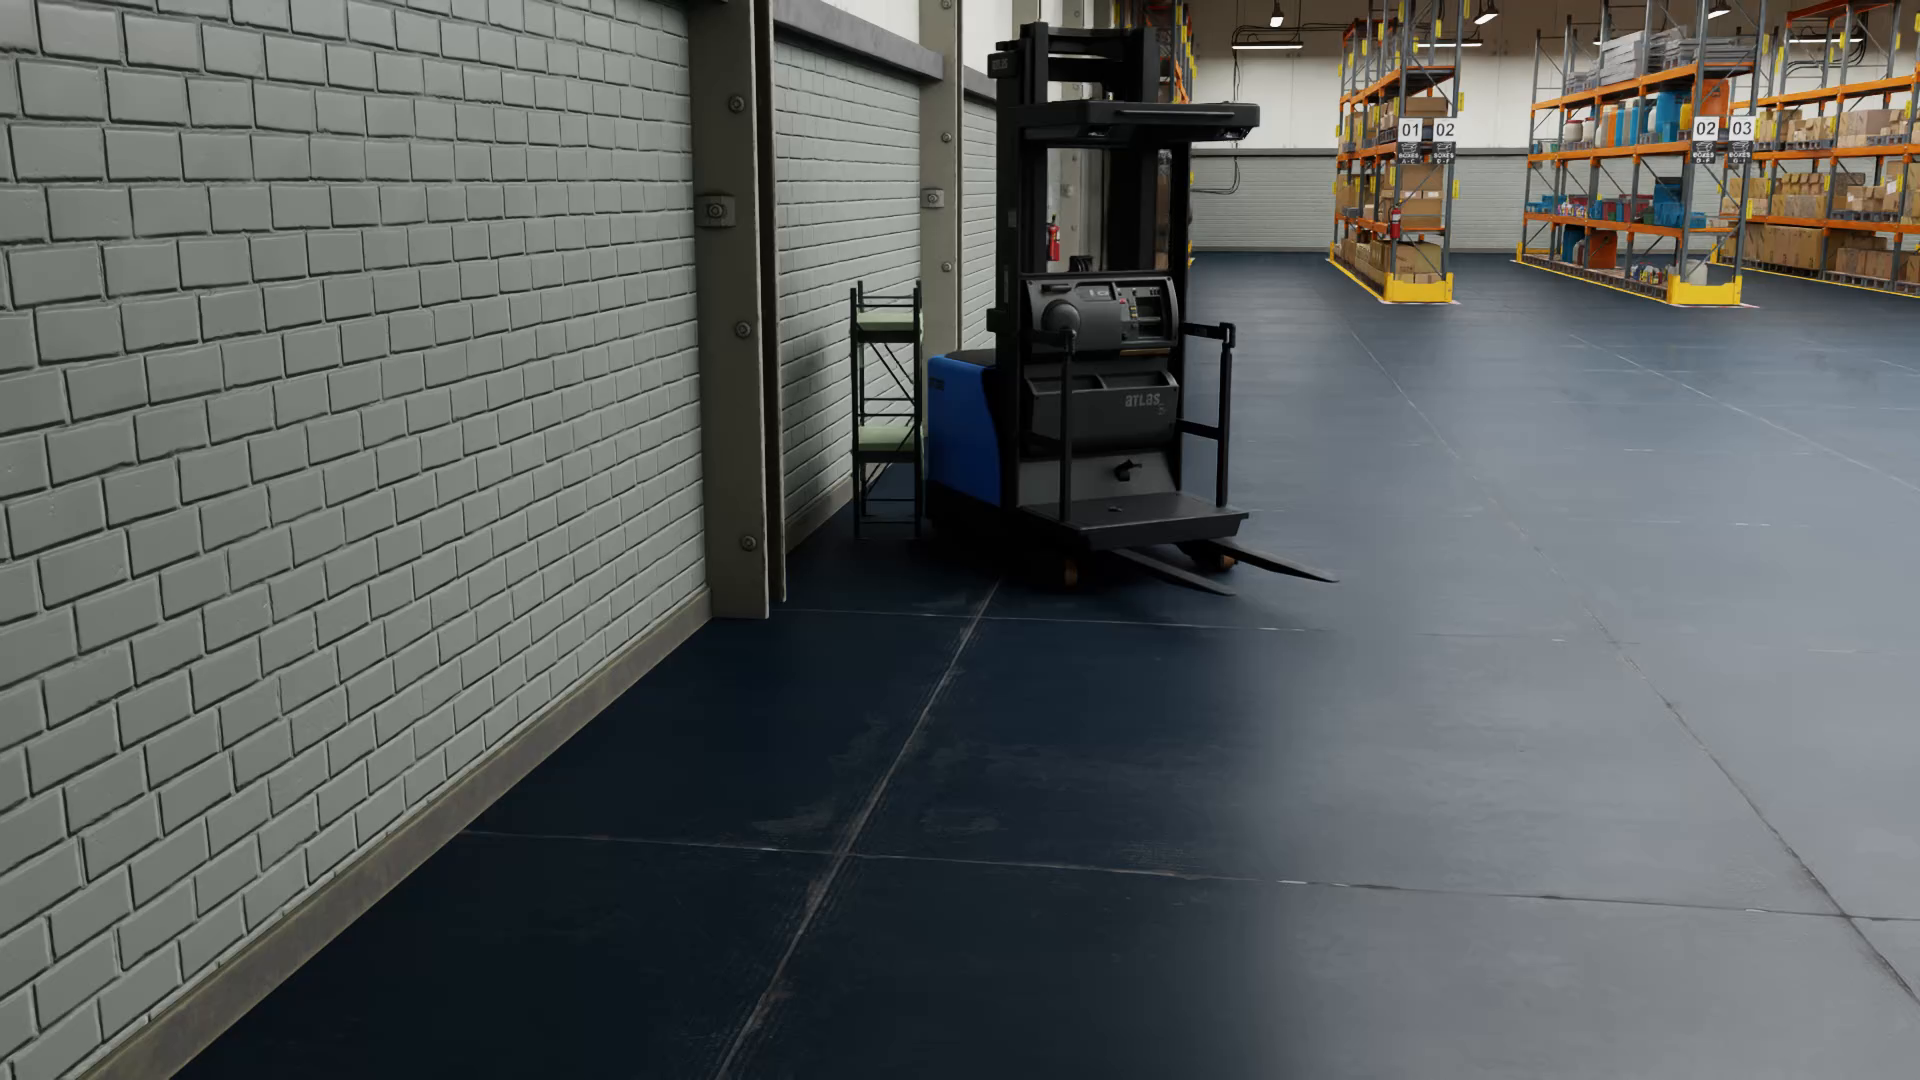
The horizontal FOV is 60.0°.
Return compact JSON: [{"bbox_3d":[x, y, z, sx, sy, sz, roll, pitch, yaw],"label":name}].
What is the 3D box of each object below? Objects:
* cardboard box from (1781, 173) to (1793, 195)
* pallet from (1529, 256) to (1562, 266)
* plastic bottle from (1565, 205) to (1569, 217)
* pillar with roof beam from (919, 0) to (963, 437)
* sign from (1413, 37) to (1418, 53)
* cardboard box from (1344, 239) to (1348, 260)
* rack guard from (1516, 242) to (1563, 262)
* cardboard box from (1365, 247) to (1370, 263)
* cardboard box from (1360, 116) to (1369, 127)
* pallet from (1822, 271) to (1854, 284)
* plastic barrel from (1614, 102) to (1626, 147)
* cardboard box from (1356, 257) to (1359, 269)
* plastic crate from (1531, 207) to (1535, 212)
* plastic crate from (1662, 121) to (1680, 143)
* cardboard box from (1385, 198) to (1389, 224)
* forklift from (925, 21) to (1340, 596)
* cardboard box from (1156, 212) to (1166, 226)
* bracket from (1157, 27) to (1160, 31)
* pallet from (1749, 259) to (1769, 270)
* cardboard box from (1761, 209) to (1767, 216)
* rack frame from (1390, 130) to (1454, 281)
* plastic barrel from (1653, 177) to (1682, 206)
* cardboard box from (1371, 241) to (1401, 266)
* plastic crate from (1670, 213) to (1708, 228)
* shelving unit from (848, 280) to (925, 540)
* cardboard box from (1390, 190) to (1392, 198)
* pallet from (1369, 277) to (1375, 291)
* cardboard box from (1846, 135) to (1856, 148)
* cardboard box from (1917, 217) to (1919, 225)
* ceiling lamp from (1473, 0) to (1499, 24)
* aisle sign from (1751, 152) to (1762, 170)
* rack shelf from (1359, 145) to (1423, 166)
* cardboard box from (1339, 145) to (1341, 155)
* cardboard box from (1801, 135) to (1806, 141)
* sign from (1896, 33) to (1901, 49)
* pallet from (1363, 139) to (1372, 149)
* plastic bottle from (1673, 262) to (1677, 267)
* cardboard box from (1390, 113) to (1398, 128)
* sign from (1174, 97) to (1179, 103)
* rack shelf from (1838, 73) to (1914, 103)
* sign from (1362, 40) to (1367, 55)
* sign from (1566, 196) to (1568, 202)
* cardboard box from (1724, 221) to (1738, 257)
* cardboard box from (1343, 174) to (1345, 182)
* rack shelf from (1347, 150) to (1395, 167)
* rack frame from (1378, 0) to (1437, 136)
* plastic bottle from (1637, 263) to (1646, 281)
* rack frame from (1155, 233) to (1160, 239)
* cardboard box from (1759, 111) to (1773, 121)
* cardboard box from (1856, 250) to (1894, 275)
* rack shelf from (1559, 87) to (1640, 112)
[{"bbox_3d":[19.800,-8.368,39.085,0.797,0.503,0.637,2,12,7],"label":"cardboard box"},{"bbox_3d":[15.256,-7.169,42.756,1.003,0.211,1.213,2,12,9],"label":"pallet"},{"bbox_3d":[14.406,-7.785,39.293,0.152,0.276,0.135,2,12,9],"label":"plastic bottle"},{"bbox_3d":[4.100,-5.166,12.603,9.100,9.000,0.400,2,12,9],"label":"pillar with roof beam"},{"bbox_3d":[10.036,-10.901,36.622,0.100,0.325,0.005,2,12,9],"label":"sign"},{"bbox_3d":[9.787,-7.184,41.099,0.500,0.500,0.500,1,12,6],"label":"cardboard box"},{"bbox_3d":[15.602,-7.739,44.717,1.175,0.500,0.348,2,12,9],"label":"rack guard"},{"bbox_3d":[8.725,-5.956,34.710,0.500,0.311,0.500,2,12,10],"label":"cardboard box"},{"bbox_3d":[9.750,-9.673,39.167,0.600,0.600,0.600,1,12,6],"label":"cardboard box"},{"bbox_3d":[19.153,-5.604,35.495,1.003,0.211,1.213,2,12,9],"label":"pallet"},{"bbox_3d":[13.831,-8.554,34.256,0.600,0.901,0.708,2,12,9],"label":"plastic barrel"},{"bbox_3d":[9.040,-6.108,36.747,0.500,0.250,0.500,2,12,7],"label":"cardboard box"},{"bbox_3d":[15.012,-8.610,43.308,0.250,0.136,0.298,2,12,9],"label":"plastic crate"},{"bbox_3d":[13.146,-7.490,30.546,0.392,0.384,0.575,2,12,9],"label":"plastic crate"},{"bbox_3d":[8.735,-6.465,32.635,0.700,0.500,0.500,2,12,8],"label":"cardboard box"},{"bbox_3d":[0.881,-1.277,8.961,1.130,2.935,3.031,-6,13,-25],"label":"forklift"},{"bbox_3d":[3.750,-5.974,30.900,0.500,0.250,0.500,2,12,7],"label":"cardboard box"},{"bbox_3d":[5.271,-13.921,44.685,0.076,0.066,4.783,2,12,9],"label":"bracket"},{"bbox_3d":[20.084,-6.755,40.836,1.003,0.211,1.213,2,12,9],"label":"pallet"},{"bbox_3d":[19.613,-7.914,40.190,0.380,0.149,0.250,2,12,9],"label":"cardboard box"},{"bbox_3d":[8.257,-5.786,29.722,1.000,3.000,0.127,2,12,9],"label":"rack frame"},{"bbox_3d":[14.124,-6.773,33.112,0.600,0.901,0.708,2,12,9],"label":"plastic barrel"},{"bbox_3d":[8.422,-5.656,32.867,0.500,0.500,0.500,2,12,9],"label":"cardboard box"},{"bbox_3d":[12.932,-5.666,29.518,0.499,0.251,0.616,2,12,9],"label":"plastic crate"},{"bbox_3d":[-0.440,-0.813,10.207,0.431,1.500,0.755,0,12,0],"label":"shelving unit"},{"bbox_3d":[8.364,-6.561,31.539,0.380,0.149,0.250,2,12,8],"label":"cardboard box"},{"bbox_3d":[8.708,-5.091,33.117,1.003,0.211,1.213,2,12,9],"label":"pallet"},{"bbox_3d":[18.872,-8.326,34.744,0.500,0.250,0.500,2,12,10],"label":"cardboard box"},{"bbox_3d":[18.238,-5.982,31.228,0.380,0.149,0.250,2,12,9],"label":"cardboard box"},{"bbox_3d":[12.643,-13.808,38.850,0.800,3.185,2.000,2,12,9],"label":"ceiling lamp"},{"bbox_3d":[20.813,-10.071,43.434,0.394,0.787,0.004,2,12,9],"label":"aisle sign"},{"bbox_3d":[9.179,-8.150,35.277,1.077,0.370,4.000,2,12,9],"label":"rack shelf"},{"bbox_3d":[10.298,-10.307,43.937,0.500,0.250,0.500,2,12,9],"label":"cardboard box"},{"bbox_3d":[19.513,-9.206,38.070,0.380,0.149,0.250,1,12,6],"label":"cardboard box"},{"bbox_3d":[19.813,-10.542,35.145,0.100,0.325,0.005,2,12,9],"label":"sign"},{"bbox_3d":[9.471,-8.681,36.484,1.213,0.211,1.003,2,12,11],"label":"pallet"},{"bbox_3d":[13.951,-5.234,32.404,0.144,0.351,0.185,2,12,7],"label":"plastic bottle"},{"bbox_3d":[8.173,-7.701,30.514,0.500,0.250,0.500,2,12,9],"label":"cardboard box"},{"bbox_3d":[3.897,-7.822,29.973,0.100,0.325,0.005,2,12,9],"label":"sign"},{"bbox_3d":[18.967,-9.099,33.510,1.077,0.370,4.000,2,12,9],"label":"rack shelf"},{"bbox_3d":[8.949,-10.895,36.783,0.100,0.325,0.005,2,12,9],"label":"sign"},{"bbox_3d":[16.157,-9.021,44.344,0.100,0.325,0.005,2,12,9],"label":"sign"},{"bbox_3d":[20.486,-7.826,43.233,0.875,0.875,0.875,2,12,9],"label":"cardboard box"},{"bbox_3d":[10.000,-9.042,42.220,0.500,0.500,0.500,2,12,8],"label":"cardboard box"},{"bbox_3d":[9.795,-8.982,39.141,1.077,0.370,4.000,2,12,9],"label":"rack shelf"},{"bbox_3d":[8.872,-9.551,32.953,1.000,3.000,0.127,2,12,9],"label":"rack frame"},{"bbox_3d":[13.202,-5.184,32.170,0.144,0.351,0.185,1,12,6],"label":"plastic bottle"},{"bbox_3d":[3.976,-6.778,34.327,1.000,3.000,0.127,2,12,9],"label":"rack frame"},{"bbox_3d":[20.185,-10.511,41.274,0.500,0.250,0.500,1,12,7],"label":"cardboard box"},{"bbox_3d":[19.039,-5.749,34.437,0.700,0.500,0.500,3,13,13],"label":"cardboard box"},{"bbox_3d":[14.688,-10.092,38.119,1.077,0.370,4.000,2,12,9],"label":"rack shelf"}]
